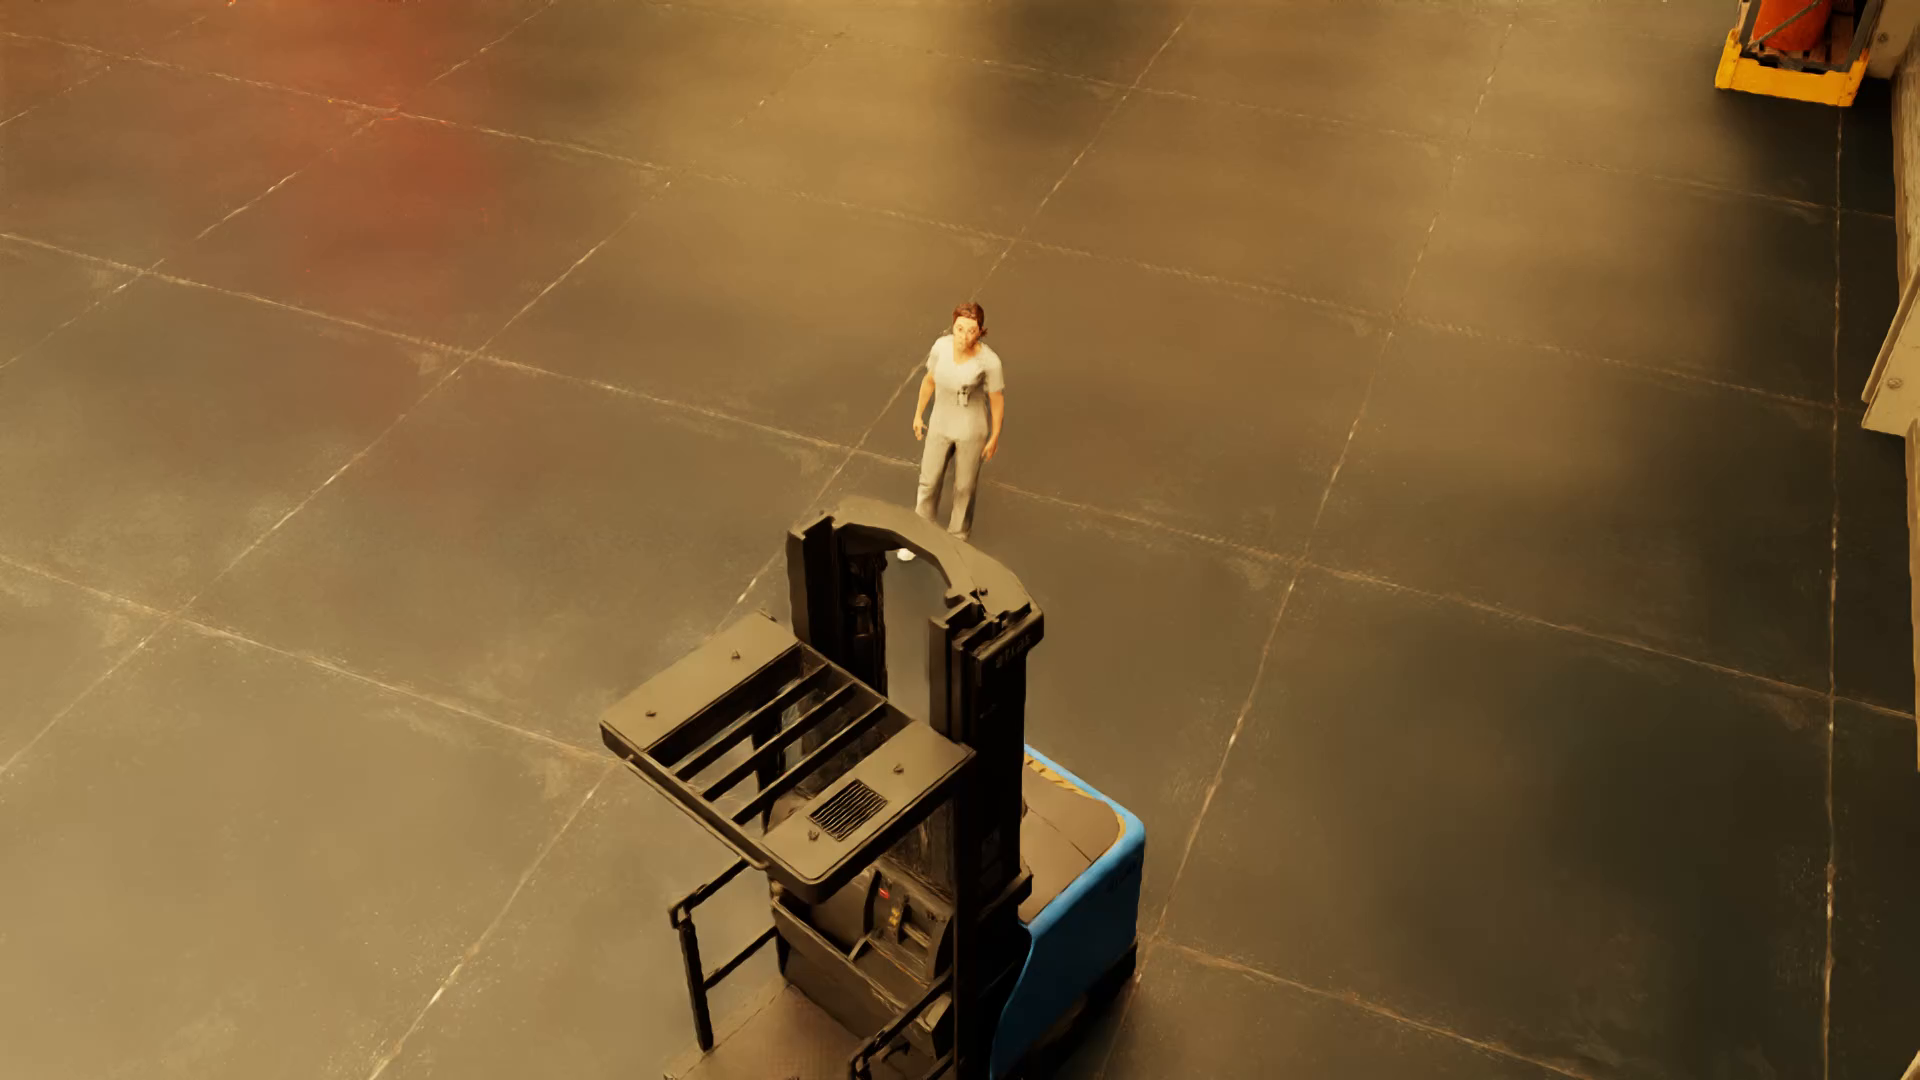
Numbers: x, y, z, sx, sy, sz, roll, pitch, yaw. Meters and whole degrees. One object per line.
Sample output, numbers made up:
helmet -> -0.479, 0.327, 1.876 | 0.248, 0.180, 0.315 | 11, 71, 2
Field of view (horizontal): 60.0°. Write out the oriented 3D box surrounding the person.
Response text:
person -> -0.041, -0.607, 9.699 | 0.550, 1.674, 0.548 | 15, 42, 17

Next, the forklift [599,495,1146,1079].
forklift -> -0.545, 1.409, 6.323 | 1.130, 2.935, 3.031 | 30, 49, 31
